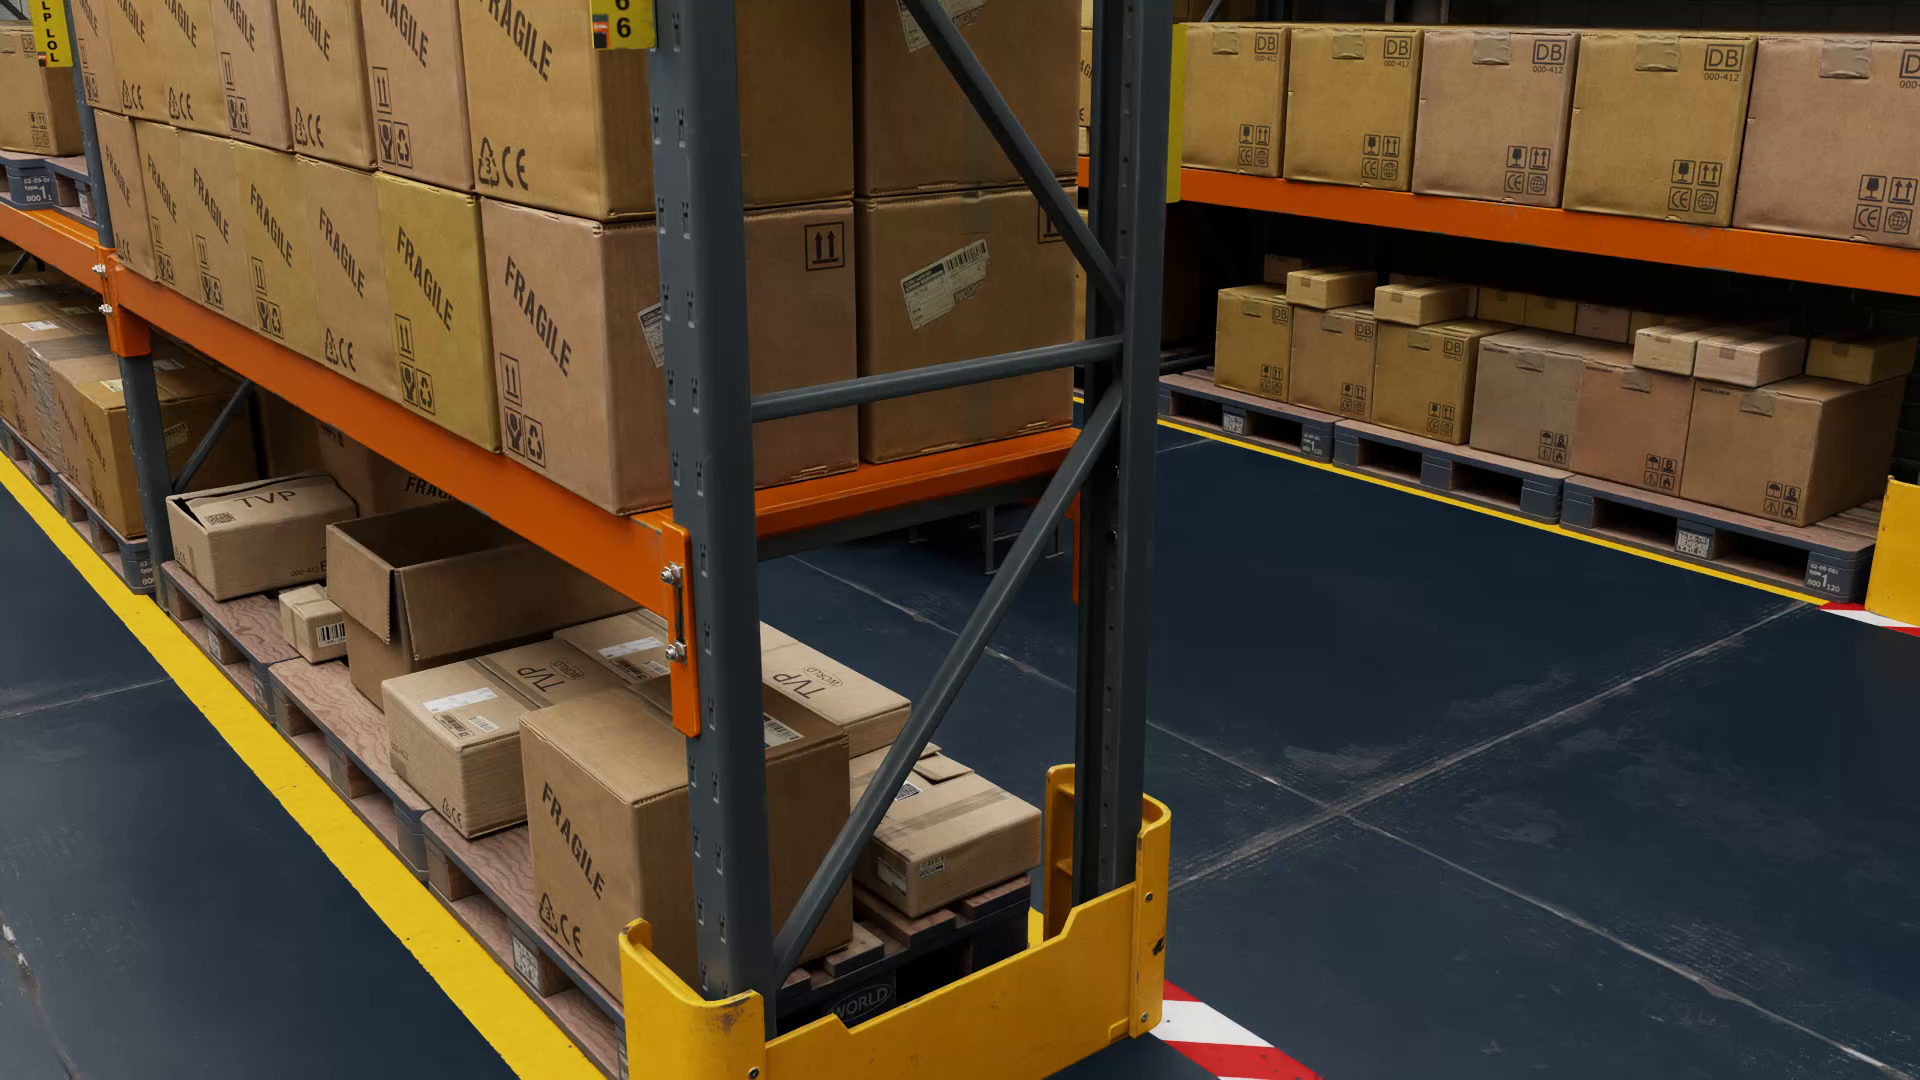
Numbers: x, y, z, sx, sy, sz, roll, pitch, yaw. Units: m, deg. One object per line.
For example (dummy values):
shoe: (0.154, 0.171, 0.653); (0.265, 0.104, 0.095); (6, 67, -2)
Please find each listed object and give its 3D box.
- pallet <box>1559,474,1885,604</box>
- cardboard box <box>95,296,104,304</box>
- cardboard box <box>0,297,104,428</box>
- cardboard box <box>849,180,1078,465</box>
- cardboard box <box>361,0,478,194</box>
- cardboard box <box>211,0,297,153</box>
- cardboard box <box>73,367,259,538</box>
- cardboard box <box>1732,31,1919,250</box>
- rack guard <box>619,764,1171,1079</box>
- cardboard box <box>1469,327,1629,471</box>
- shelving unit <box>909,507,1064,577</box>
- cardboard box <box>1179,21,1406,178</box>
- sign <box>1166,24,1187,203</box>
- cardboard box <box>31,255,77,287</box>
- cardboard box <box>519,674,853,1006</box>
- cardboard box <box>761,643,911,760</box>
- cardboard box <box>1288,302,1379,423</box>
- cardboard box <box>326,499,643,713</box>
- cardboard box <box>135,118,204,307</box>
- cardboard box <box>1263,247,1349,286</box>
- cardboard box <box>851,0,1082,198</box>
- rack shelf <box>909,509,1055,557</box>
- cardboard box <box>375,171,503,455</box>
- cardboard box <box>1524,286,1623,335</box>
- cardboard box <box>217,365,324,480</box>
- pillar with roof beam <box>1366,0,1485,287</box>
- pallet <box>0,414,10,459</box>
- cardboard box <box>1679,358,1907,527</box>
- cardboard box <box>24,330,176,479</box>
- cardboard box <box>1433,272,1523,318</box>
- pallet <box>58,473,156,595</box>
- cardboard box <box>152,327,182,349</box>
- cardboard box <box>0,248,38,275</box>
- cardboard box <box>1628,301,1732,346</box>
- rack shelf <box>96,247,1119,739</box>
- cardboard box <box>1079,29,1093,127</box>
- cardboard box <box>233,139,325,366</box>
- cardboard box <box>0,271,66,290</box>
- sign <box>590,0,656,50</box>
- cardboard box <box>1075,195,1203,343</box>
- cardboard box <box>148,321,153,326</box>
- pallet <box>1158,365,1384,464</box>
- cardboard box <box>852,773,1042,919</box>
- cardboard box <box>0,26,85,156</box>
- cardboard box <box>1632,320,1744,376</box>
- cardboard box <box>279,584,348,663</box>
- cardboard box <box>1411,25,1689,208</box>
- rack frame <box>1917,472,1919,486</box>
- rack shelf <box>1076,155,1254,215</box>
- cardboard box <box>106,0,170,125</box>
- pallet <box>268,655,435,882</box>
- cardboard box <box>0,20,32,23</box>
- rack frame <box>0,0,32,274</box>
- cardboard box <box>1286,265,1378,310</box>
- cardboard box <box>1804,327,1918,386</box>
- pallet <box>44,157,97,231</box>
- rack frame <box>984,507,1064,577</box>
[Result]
pallet: (3.279, -0.104, 6.840); (1.003, 0.211, 1.213); (-14, 23, -36)
cardboard box: (-3.925, -0.959, 8.264); (0.500, 0.500, 0.500); (-15, 24, -38)
cardboard box: (-4.316, -0.851, 7.938); (0.500, 0.500, 0.500); (-14, 23, -37)
cardboard box: (-0.113, -0.486, 3.400); (0.500, 0.500, 0.500); (-13, 23, -35)
cardboard box: (-0.850, -0.981, 3.302); (0.500, 0.500, 0.500); (-13, 22, -35)
cardboard box: (-1.495, -1.234, 4.067); (0.500, 0.500, 0.500); (-13, 22, -34)
cardboard box: (-3.059, -0.352, 6.429); (0.500, 0.500, 0.500); (-14, 23, -36)
cardboard box: (3.512, -1.512, 6.179); (0.980, 0.700, 0.700); (-13, 22, -34)
rack guard: (-0.091, 0.890, 3.380); (1.175, 0.500, 0.348); (-14, 23, -36)
cardboard box: (2.700, -0.659, 7.388); (0.700, 0.500, 0.500); (-15, 23, -38)
shelving unit: (0.103, -0.956, 6.409); (0.431, 2.100, 0.503); (-14, 23, -36)
cardboard box: (1.677, -2.237, 8.369); (0.980, 0.700, 0.700); (-14, 23, -35)
sign: (0.381, -0.795, 3.114); (0.100, 0.325, 0.005); (-14, 23, -36)
cardboard box: (-5.106, -1.596, 9.725); (0.500, 0.311, 0.500); (-13, 22, -34)
cardboard box: (-0.575, 0.614, 3.514); (0.500, 0.500, 0.500); (-14, 23, -36)
cardboard box: (-0.470, 0.506, 4.237); (0.500, 0.250, 0.500); (-14, 23, -36)
cardboard box: (2.047, -0.915, 8.164); (0.700, 0.500, 0.500); (-14, 23, -37)
cardboard box: (-1.357, 0.174, 4.835); (0.797, 0.503, 0.637); (-14, 23, -36)
cardboard box: (-2.104, -1.007, 4.972); (0.500, 0.500, 0.500); (-13, 23, -35)
cardboard box: (1.803, -1.422, 8.662); (0.380, 0.149, 0.250); (-14, 23, -36)
cardboard box: (-0.113, -0.961, 3.243); (0.500, 0.500, 0.500); (-13, 22, -34)
rack shelf: (0.103, -0.279, 6.634); (0.431, 0.518, 0.480); (-14, 23, -36)
cardboard box: (-0.860, -0.510, 3.471); (0.500, 0.500, 0.500); (-14, 23, -36)
cardboard box: (2.770, -1.040, 7.507); (0.380, 0.149, 0.250); (-14, 23, -36)
cardboard box: (-2.637, -0.453, 6.734); (0.500, 0.500, 0.500); (-15, 24, -39)
pillar with roof beam: (-0.909, -4.235, 5.338); (9.100, 9.000, 0.400); (-14, 23, -36)
pallet: (-4.577, -0.734, 8.744); (1.003, 0.211, 1.213); (-14, 23, -36)
cardboard box: (3.324, -0.411, 6.642); (0.700, 0.500, 0.500); (-14, 23, -36)
cardboard box: (-3.670, -0.599, 7.175); (0.500, 0.500, 0.500); (-14, 23, -35)
cardboard box: (2.452, -1.166, 7.887); (0.380, 0.149, 0.250); (-14, 23, -36)
pallet: (-3.062, -0.133, 6.928); (1.003, 0.211, 1.213); (-14, 23, -36)
cardboard box: (-3.281, -0.707, 7.501); (0.500, 0.500, 0.500); (-14, 23, -35)
cardboard box: (-5.529, -1.491, 9.406); (0.500, 0.311, 0.500); (-13, 22, -35)
cardboard box: (3.088, -0.914, 7.128); (0.380, 0.149, 0.250); (-14, 23, -36)
rack shelf: (-1.286, -0.429, 4.532); (1.077, 0.370, 4.000); (-14, 23, -36)
cardboard box: (0.869, -2.494, 8.959); (0.500, 0.500, 0.500); (-14, 23, -37)
cardboard box: (-1.479, -0.758, 4.221); (0.500, 0.500, 0.500); (-14, 23, -37)
cardboard box: (-4.953, -1.104, 8.700); (0.500, 0.500, 0.500); (-13, 22, -34)
sign: (-0.492, -0.874, 2.386); (0.100, 0.325, 0.005); (-14, 23, -36)
cardboard box: (0.848, -1.545, 9.509); (0.750, 0.750, 0.750); (-14, 23, -35)
cardboard box: (-3.570, -1.179, 7.734); (0.500, 0.250, 0.500); (-15, 23, -37)
pallet: (1.764, -0.705, 8.656); (1.003, 0.211, 1.213); (-14, 23, -36)
cardboard box: (-0.035, 0.696, 3.823); (0.380, 0.149, 0.250); (-14, 23, -36)
cardboard box: (-3.673, -1.934, 7.104); (0.500, 0.500, 0.700); (13, 23, 35)
cardboard box: (2.942, -0.778, 6.718); (0.380, 0.149, 0.250); (-13, 22, -35)
cardboard box: (-1.892, 0.229, 5.206); (0.380, 0.166, 0.250); (-14, 23, -36)
cardboard box: (2.586, -1.879, 7.287); (0.980, 0.700, 0.700); (-15, 24, -39)
rack frame: (3.837, -1.246, 5.853); (1.000, 3.000, 0.127); (-14, 23, -36)
rack shelf: (0.111, -2.383, 10.431); (1.077, 0.370, 4.000); (-14, 23, -36)
cardboard box: (-2.135, -1.488, 4.834); (0.500, 0.500, 0.500); (-15, 23, -38)
pallet: (-1.340, 0.530, 4.925); (1.003, 0.211, 1.213); (-14, 23, -36)
cardboard box: (-4.532, -2.363, 8.400); (0.500, 0.500, 0.700); (11, 21, 30)
rack frame: (-5.011, -2.249, 8.884); (1.000, 3.000, 0.127); (-14, 23, -36)
cardboard box: (1.807, -1.228, 8.075); (0.380, 0.149, 0.250); (-13, 22, -34)
cardboard box: (3.558, -0.728, 6.565); (0.380, 0.149, 0.250); (-14, 23, -36)
pallet: (-2.938, -1.391, 6.596); (1.003, 0.211, 1.213); (-14, 23, -36)
rack frame: (0.254, -0.896, 6.228); (0.400, 2.100, 0.015); (-14, 23, -36)
